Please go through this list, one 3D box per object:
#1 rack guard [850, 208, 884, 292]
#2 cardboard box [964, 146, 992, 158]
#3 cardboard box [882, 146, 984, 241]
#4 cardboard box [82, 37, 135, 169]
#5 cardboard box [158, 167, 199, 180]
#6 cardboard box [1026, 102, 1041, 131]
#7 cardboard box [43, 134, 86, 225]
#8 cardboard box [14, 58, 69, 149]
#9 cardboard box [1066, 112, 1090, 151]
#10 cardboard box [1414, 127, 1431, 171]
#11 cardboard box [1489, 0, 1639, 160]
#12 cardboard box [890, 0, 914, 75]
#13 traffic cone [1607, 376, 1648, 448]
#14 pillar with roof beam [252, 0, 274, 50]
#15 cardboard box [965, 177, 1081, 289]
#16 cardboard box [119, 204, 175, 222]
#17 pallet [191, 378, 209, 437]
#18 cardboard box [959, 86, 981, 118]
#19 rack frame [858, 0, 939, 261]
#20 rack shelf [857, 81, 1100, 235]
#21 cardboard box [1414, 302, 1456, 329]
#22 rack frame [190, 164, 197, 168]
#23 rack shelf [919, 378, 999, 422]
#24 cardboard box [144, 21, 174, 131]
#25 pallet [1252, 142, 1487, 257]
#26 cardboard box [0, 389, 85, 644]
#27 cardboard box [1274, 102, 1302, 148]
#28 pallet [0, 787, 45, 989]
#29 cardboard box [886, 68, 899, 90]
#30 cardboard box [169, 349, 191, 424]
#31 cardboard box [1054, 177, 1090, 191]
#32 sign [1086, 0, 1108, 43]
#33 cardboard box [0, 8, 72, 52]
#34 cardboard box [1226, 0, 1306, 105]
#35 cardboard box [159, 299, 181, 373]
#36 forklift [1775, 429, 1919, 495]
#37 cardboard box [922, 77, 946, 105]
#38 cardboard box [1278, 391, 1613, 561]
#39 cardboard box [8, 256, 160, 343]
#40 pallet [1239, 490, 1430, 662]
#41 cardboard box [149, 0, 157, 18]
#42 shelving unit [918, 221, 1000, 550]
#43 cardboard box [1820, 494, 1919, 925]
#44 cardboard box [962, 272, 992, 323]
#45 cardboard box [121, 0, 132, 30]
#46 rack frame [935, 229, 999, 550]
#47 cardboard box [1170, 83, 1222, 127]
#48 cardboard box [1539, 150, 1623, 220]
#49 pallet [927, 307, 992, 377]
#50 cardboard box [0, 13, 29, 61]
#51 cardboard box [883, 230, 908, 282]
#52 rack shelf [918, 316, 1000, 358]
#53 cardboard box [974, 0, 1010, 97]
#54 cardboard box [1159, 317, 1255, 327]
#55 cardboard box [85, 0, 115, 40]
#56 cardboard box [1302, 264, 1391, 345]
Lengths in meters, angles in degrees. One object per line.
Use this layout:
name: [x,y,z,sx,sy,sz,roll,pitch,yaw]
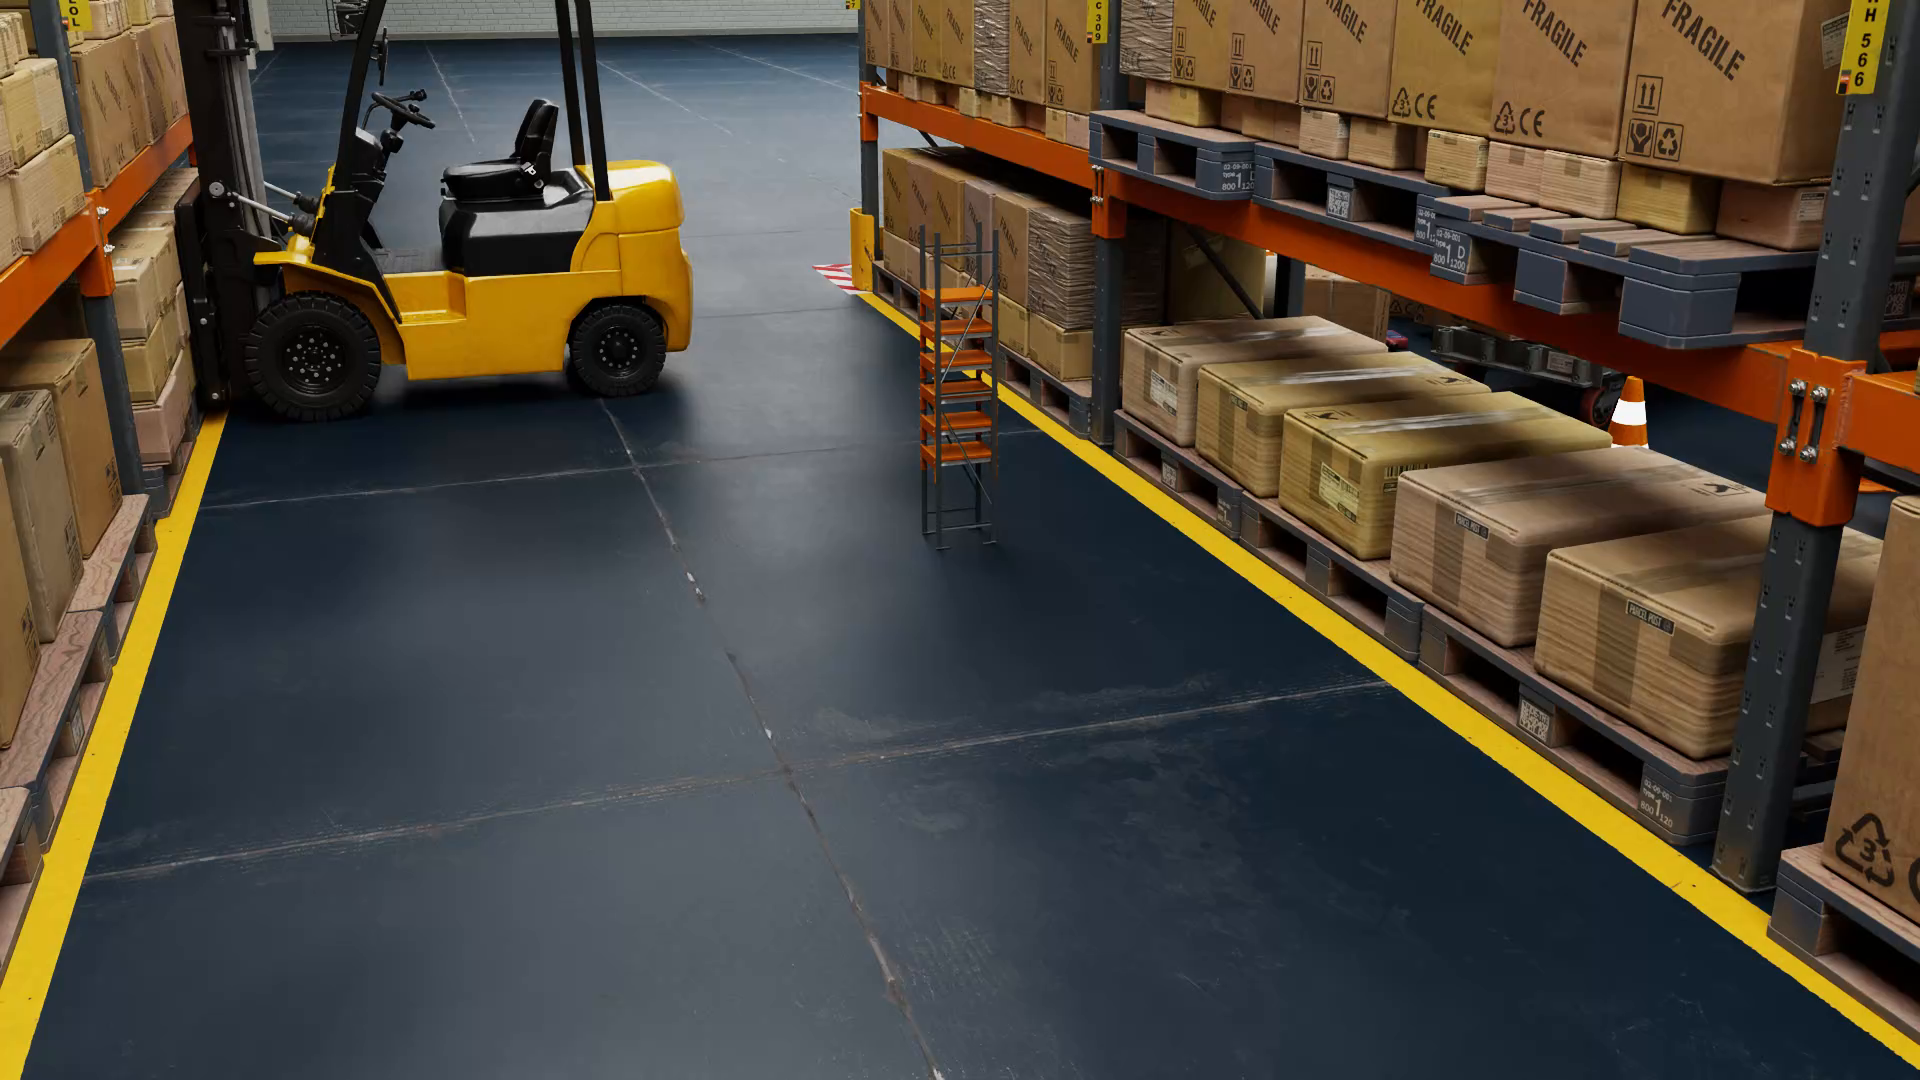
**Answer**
rack guard: [-0.139,-1.988,11.211,1.175,0.500,0.348,-6,21,-17]
cardboard box: [0.336,-2.216,10.485,0.500,0.500,0.500,-6,21,-17]
cardboard box: [-0.164,-2.149,10.300,0.500,0.500,0.500,-7,21,-19]
cardboard box: [-3.688,-1.759,6.728,0.500,0.500,0.500,-6,21,-16]
cardboard box: [-4.434,-1.920,9.291,0.500,0.250,0.500,-6,21,-15]
cardboard box: [0.546,-2.110,8.226,0.380,0.149,0.250,-7,21,-18]
cardboard box: [-3.210,-1.172,5.464,0.500,0.250,0.500,-6,21,-16]
cardboard box: [-3.220,-1.411,5.389,0.500,0.250,0.500,-7,21,-18]
cardboard box: [0.703,-1.858,7.522,0.380,0.149,0.250,-7,21,-18]
cardboard box: [1.619,-1.198,5.065,0.380,0.149,0.250,-6,21,-17]
cardboard box: [1.771,-1.287,4.353,0.500,0.500,0.500,-7,21,-18]
cardboard box: [-0.112,-3.028,9.822,0.500,0.500,0.500,-6,21,-16]
traffic cone: [2.813,-0.462,7.018,0.336,0.463,0.334,-6,21,-17]
pillar with roof beam: [-10.854,-15.249,35.559,9.100,9.000,0.400,-6,21,-17]
cardboard box: [0.330,-1.649,8.908,0.500,0.500,0.500,-5,20,-14]
cardboard box: [-3.947,-1.432,7.933,0.500,0.250,0.500,-7,21,-18]
pallet: [-4.214,-0.716,8.097,1.003,0.211,1.213,-6,21,-17]
cardboard box: [0.214,-2.347,8.886,0.380,0.149,0.250,-6,21,-17]
rack frame: [-0.163,-3.189,10.857,1.000,3.000,0.127,-6,21,-17]
rack shelf: [0.465,-2.208,9.191,1.077,0.370,4.000,-6,21,-17]
cardboard box: [3.094,-1.484,9.602,0.797,0.637,0.503,-6,21,-17]
rack frame: [-4.874,-2.660,9.385,1.000,3.000,0.127,-6,21,-17]
rack shelf: [-0.005,-0.528,6.242,0.258,0.103,0.180,-6,21,-17]
cardboard box: [-4.155,-2.245,8.082,0.500,0.500,0.500,-7,21,-18]
pallet: [1.690,-1.162,5.498,1.003,0.211,1.213,-6,21,-17]
cardboard box: [-3.206,-0.040,4.983,0.875,0.625,0.625,-7,21,-18]
cardboard box: [1.317,-1.443,5.747,0.380,0.149,0.250,-6,21,-17]
pallet: [-2.582,0.951,3.456,1.003,0.211,1.213,-6,21,-17]
cardboard box: [-0.253,-2.939,10.534,0.380,0.149,0.250,-6,21,-17]
cardboard box: [-3.629,-0.632,7.184,0.500,0.250,0.500,-7,21,-18]
cardboard box: [0.824,-1.717,9.095,0.500,0.500,0.500,-5,20,-14]
sign: [0.581,-2.252,6.969,0.100,0.325,0.005,-6,21,-17]
cardboard box: [-3.468,-1.859,6.047,0.380,0.149,0.250,-7,21,-18]
cardboard box: [1.269,-1.788,5.748,0.500,0.500,0.500,-7,21,-18]
cardboard box: [-3.636,-0.865,7.093,0.500,0.250,0.500,-6,21,-17]
forklift: [4.149,-1.169,5.334,1.130,2.935,3.031,-5,20,-13]
cardboard box: [-0.005,-2.600,9.590,0.380,0.149,0.250,-6,21,-16]
cardboard box: [1.710,-0.245,5.926,0.950,0.372,0.625,-6,21,-15]
cardboard box: [-3.471,-0.939,6.561,0.500,0.250,0.500,-7,21,-18]
pallet: [1.727,0.049,5.967,1.003,0.211,1.213,-6,21,-17]
cardboard box: [-4.367,-2.762,8.562,0.380,0.149,0.250,-6,21,-16]
shelving unit: [-0.005,-0.569,6.227,0.258,1.200,0.189,-6,21,-17]
cardboard box: [2.489,0.411,3.356,0.875,0.875,0.875,-7,21,-18]
cardboard box: [0.321,-1.303,9.054,0.500,0.250,0.500,-6,21,-16]
cardboard box: [-3.935,-2.357,7.435,0.380,0.149,0.250,-7,21,-18]
rack frame: [0.024,-0.540,6.145,0.240,1.200,0.006,-6,21,-17]
cardboard box: [1.038,-1.692,6.441,0.380,0.149,0.250,-6,21,-16]
cardboard box: [1.750,-0.935,4.334,0.380,0.149,0.250,-7,21,-18]
pallet: [0.462,-1.197,9.436,1.003,0.211,1.213,-6,21,-17]
cardboard box: [-3.299,-1.643,5.445,0.380,0.149,0.250,-6,21,-15]
cardboard box: [-0.172,-1.804,10.448,0.500,0.250,0.500,-7,21,-18]
rack shelf: [-0.005,-0.753,6.160,0.258,0.103,0.180,-6,21,-17]
cardboard box: [0.382,-2.539,8.459,0.500,0.500,0.500,-6,21,-16]
cardboard box: [1.165,-1.027,8.284,0.500,0.250,0.500,-7,21,-20]
cardboard box: [-3.666,-2.110,6.745,0.380,0.149,0.250,-6,21,-16]
cardboard box: [2.049,-1.218,9.065,0.500,0.500,0.500,8,21,20]
